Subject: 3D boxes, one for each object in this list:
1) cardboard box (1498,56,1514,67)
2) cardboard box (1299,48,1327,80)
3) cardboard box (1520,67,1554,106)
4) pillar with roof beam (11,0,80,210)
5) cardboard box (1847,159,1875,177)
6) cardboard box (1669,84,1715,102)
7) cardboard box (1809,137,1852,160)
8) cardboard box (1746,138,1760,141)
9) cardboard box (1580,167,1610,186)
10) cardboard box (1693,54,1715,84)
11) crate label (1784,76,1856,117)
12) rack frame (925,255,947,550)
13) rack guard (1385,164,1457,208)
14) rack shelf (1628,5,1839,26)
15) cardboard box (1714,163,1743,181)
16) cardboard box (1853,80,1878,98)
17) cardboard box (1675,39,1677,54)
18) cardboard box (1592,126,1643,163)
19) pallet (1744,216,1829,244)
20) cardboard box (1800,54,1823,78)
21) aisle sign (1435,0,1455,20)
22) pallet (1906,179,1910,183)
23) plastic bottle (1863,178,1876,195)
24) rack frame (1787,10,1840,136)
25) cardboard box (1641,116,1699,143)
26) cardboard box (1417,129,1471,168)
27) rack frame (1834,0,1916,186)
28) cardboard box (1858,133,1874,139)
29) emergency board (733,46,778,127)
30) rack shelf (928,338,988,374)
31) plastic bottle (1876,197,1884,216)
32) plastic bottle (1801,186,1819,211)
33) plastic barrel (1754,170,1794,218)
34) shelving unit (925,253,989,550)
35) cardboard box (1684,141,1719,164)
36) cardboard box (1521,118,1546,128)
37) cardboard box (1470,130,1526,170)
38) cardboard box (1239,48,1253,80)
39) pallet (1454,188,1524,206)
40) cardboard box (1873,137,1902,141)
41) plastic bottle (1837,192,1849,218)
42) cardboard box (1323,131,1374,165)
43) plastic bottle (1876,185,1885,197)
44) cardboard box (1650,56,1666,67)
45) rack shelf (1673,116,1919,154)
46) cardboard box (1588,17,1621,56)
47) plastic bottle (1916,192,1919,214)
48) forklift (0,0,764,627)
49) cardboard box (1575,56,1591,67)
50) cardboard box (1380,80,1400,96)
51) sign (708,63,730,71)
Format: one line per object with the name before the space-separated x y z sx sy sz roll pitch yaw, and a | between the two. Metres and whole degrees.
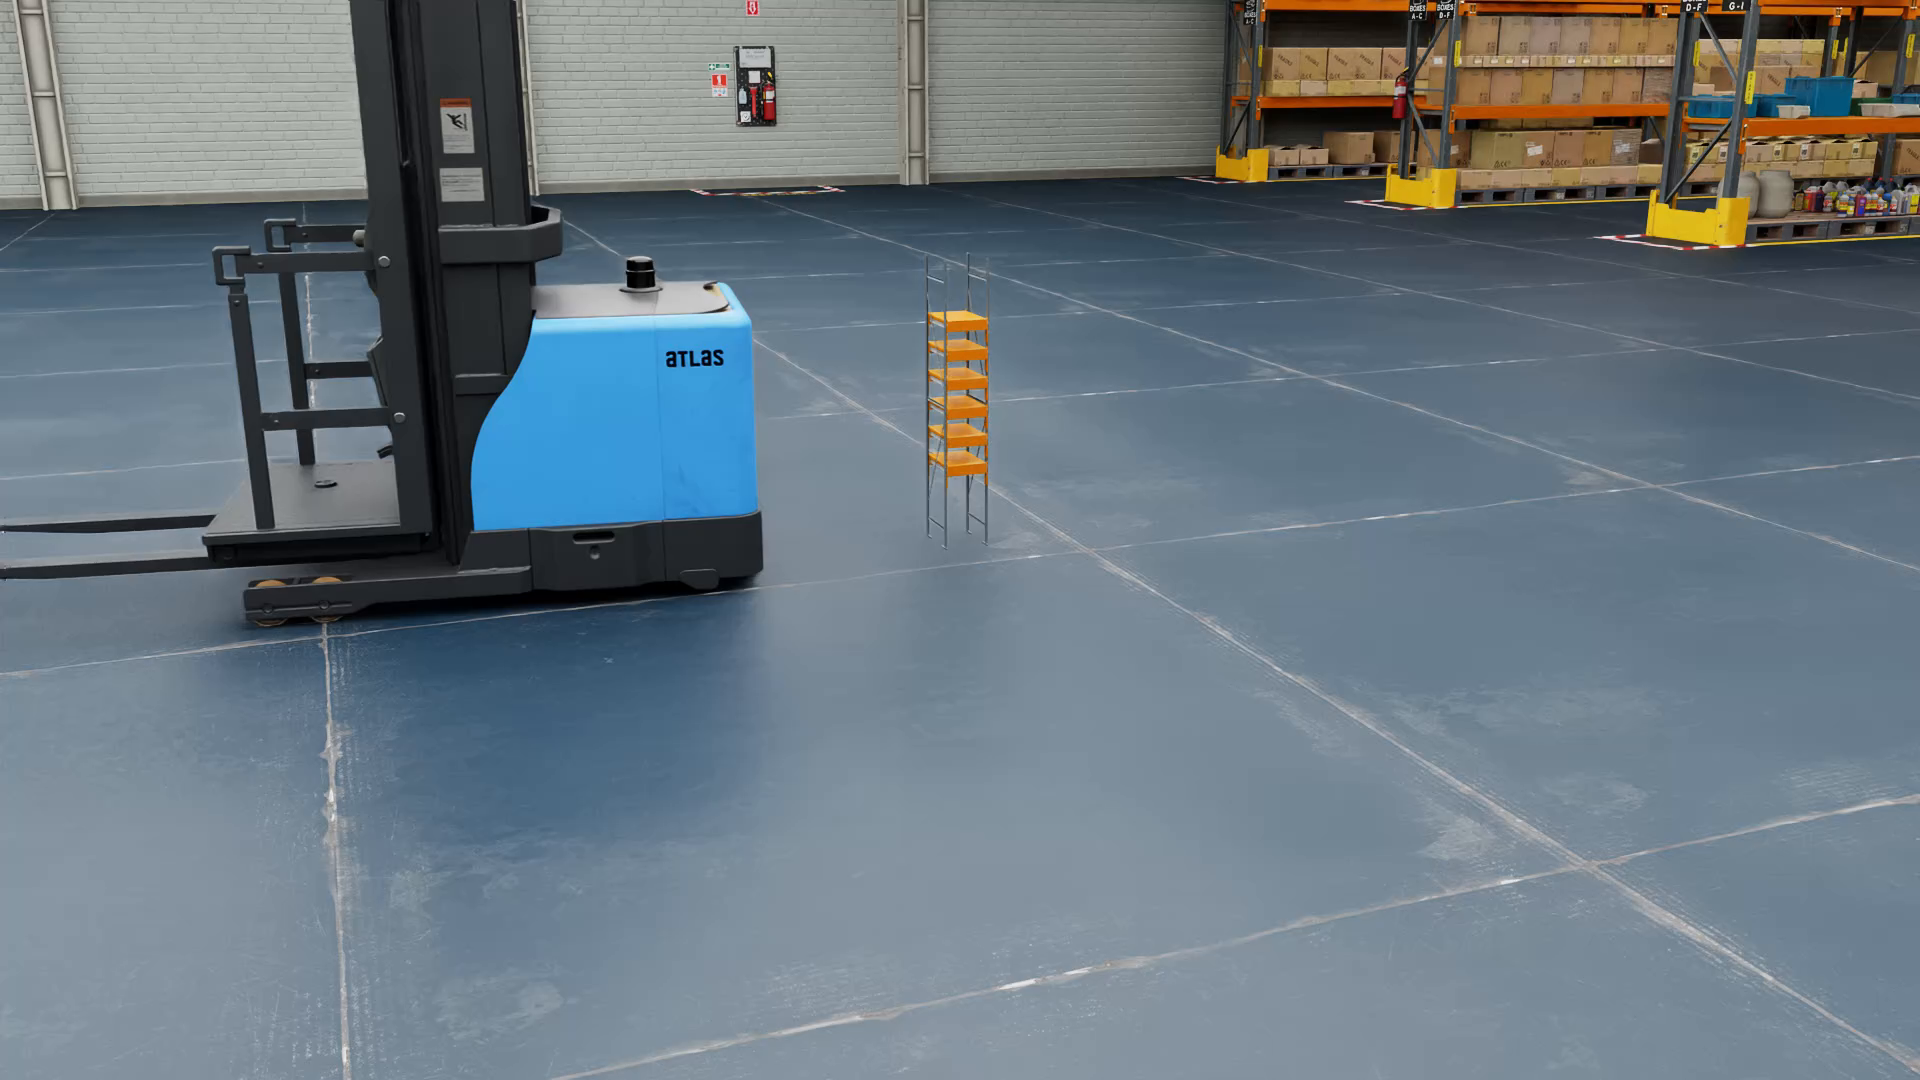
cardboard box | 7.235 -6.447 22.399 0.250 0.149 0.380 -6 17 -20
cardboard box | 5.555 -7.669 26.790 0.500 0.500 0.500 -6 17 -20
cardboard box | 7.708 -6.247 22.870 0.500 0.500 0.700 -6 17 -20
pillar with roof beam | -10.387 -7.585 16.955 0.400 9.000 9.100 -6 17 -20
cardboard box | 13.379 -5.624 25.061 0.500 0.250 0.500 -6 17 -19
cardboard box | 10.492 -6.445 23.988 0.500 0.250 0.500 -5 17 -17
cardboard box | 12.899 -5.839 24.796 0.500 0.311 0.500 -6 18 -21
cardboard box | 11.745 -5.877 24.926 0.500 0.311 0.500 -6 18 -21
cardboard box | 8.761 -5.132 23.384 0.500 0.250 0.500 -6 17 -20
cardboard box | 13.045 -8.394 29.619 0.500 0.500 0.500 -6 17 -18
crate label | 9.704 -5.023 18.815 0.616 0.435 0.502 -6 17 -20
rack frame | -0.099 -0.565 6.893 0.006 1.200 0.240 -6 17 -20
rack guard | 6.291 -4.851 22.729 0.348 0.500 1.175 -6 17 -20
rack shelf | 13.875 -9.458 29.934 4.000 0.370 1.077 -6 17 -20
cardboard box | 10.991 -5.365 24.178 0.500 0.250 0.500 -6 17 -19
cardboard box | 13.428 -6.791 25.059 0.500 0.311 0.500 -5 17 -17
cardboard box | 12.550 -8.703 29.339 0.500 0.250 0.500 -6 17 -19
cardboard box | 9.503 -5.733 24.102 0.500 0.500 0.500 -6 17 -20
pallet | 8.897 -3.511 18.681 1.213 0.211 1.003 -6 17 -20
cardboard box | 15.402 -8.653 30.499 0.500 0.500 0.500 -6 18 -21
aisle sign | 6.361 -7.213 21.722 0.004 0.787 0.394 -6 17 -20
pallet | 15.631 -5.708 26.162 1.213 0.211 1.003 -6 17 -20
plastic bottle | 10.739 -4.101 19.660 0.185 0.351 0.144 -7 18 -22
rack frame | 15.742 -8.565 30.942 0.127 3.000 1.000 -6 17 -20
cardboard box | 12.741 -7.372 29.948 0.750 0.750 0.750 -6 18 -21
cardboard box | 6.707 -5.427 23.059 0.500 0.500 0.500 -6 17 -20
rack frame | 13.783 -6.859 25.132 0.127 3.000 1.000 -6 17 -20
cardboard box | 16.948 -7.666 31.570 0.500 0.500 0.700 -6 18 -21
emergency board | -3.043 -6.810 24.963 0.643 1.169 0.194 -6 17 -20
rack shelf | -0.014 -0.762 6.869 0.180 0.103 0.258 -6 17 -20
plastic bottle | 10.392 -3.773 18.808 0.097 0.201 0.097 0 16 0
plastic bottle | 9.885 -3.972 19.353 0.135 0.276 0.152 -6 17 -20
plastic barrel | 9.137 -3.894 18.704 0.421 0.512 0.421 0 16 0
shelving unit | -0.014 -0.574 6.924 0.189 1.200 0.258 -6 17 -20
cardboard box | 10.523 -5.583 23.926 0.500 0.311 0.500 -6 17 -20
cardboard box | 9.848 -7.308 28.984 0.500 0.250 0.500 -7 18 -22
cardboard box | 7.360 -5.341 22.766 0.500 0.500 0.500 -6 17 -20
cardboard box | 4.901 -7.756 27.087 0.500 0.500 0.500 -6 18 -21
pallet | 7.012 -4.803 23.078 1.213 0.211 1.003 -6 17 -20
cardboard box | 14.573 -6.027 25.954 0.500 0.500 0.500 -5 17 -18
plastic bottle | 9.886 -3.752 18.612 0.097 0.271 0.097 0 16 0
cardboard box | 6.451 -6.532 27.672 0.500 0.500 0.700 -7 18 -24
plastic bottle | 10.823 -4.036 19.578 0.097 0.271 0.097 0 16 0
cardboard box | 9.639 -6.707 23.285 0.250 0.149 0.380 -7 18 -21
rack shelf | 9.950 -4.605 18.734 4.000 0.370 1.077 -6 17 -20
cardboard box | 8.697 -6.978 23.058 0.500 0.500 0.700 -6 17 -20
plastic bottle | 11.002 -3.872 19.002 0.133 0.283 0.061 -5 17 -16
forklift | -2.336 -1.255 6.169 3.031 2.935 1.130 -4 17 -12
cardboard box | 8.438 -6.576 22.839 0.250 0.149 0.380 -6 17 -18
cardboard box | 7.006 -7.466 27.430 0.500 0.250 0.500 -6 17 -20
sign | -3.589 -7.050 24.780 0.331 0.109 0.001 -6 17 -20
